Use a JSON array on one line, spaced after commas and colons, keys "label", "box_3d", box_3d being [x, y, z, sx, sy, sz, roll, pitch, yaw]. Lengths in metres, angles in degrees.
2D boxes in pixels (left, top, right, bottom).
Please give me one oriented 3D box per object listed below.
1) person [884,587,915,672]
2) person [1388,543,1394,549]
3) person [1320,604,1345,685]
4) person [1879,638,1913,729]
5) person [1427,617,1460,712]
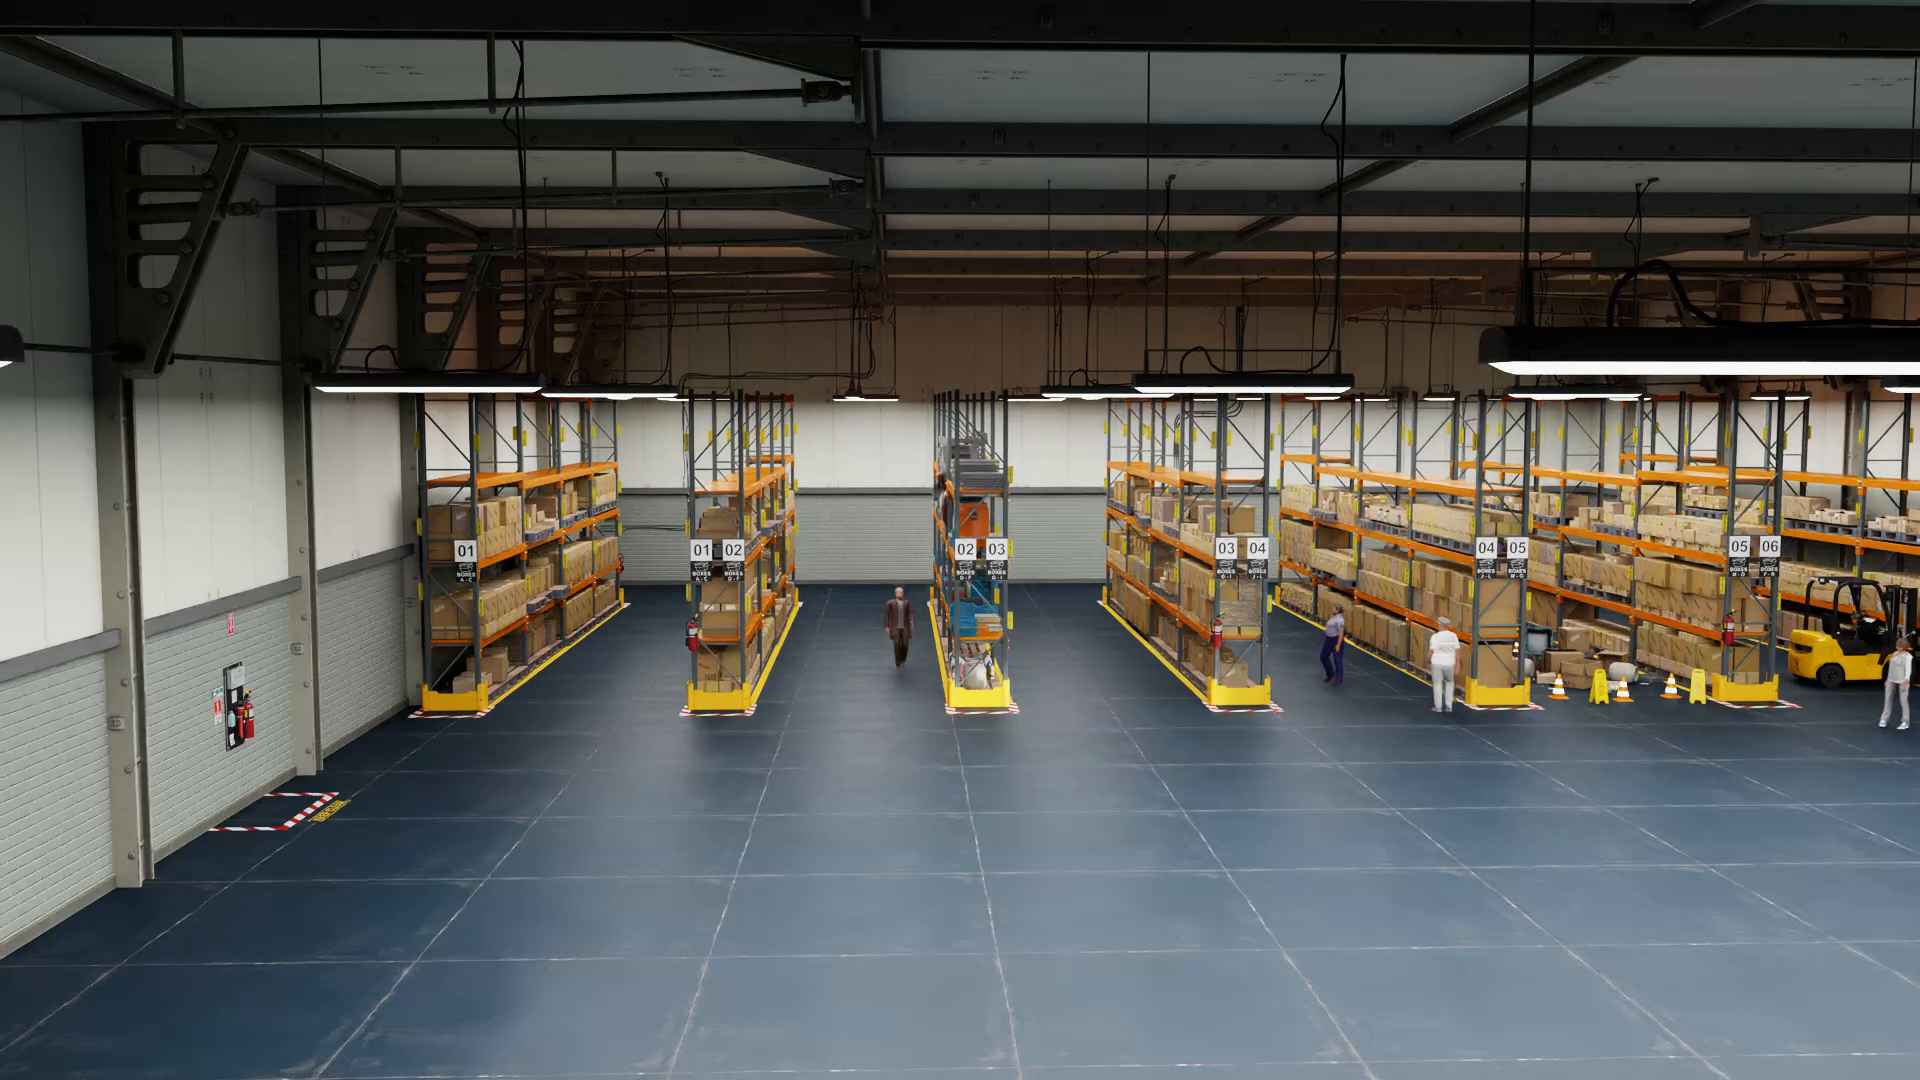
[{"label": "person", "box_3d": [-1.283, 1.957, 35.877, 0.646, 1.845, 0.624, -1, 5, -13]}, {"label": "person", "box_3d": [12.754, 0.866, 49.105, 0.845, 1.685, 0.556, 0, 5, -3]}, {"label": "person", "box_3d": [7.672, 2.232, 34.111, 0.369, 1.505, 0.558, -3, 5, -29]}, {"label": "person", "box_3d": [16.538, 2.525, 29.368, 0.405, 1.594, 0.477, -3, 5, -30]}, {"label": "person", "box_3d": [8.985, 2.348, 30.910, 0.589, 1.850, 0.560, 1, 5, 17]}]
